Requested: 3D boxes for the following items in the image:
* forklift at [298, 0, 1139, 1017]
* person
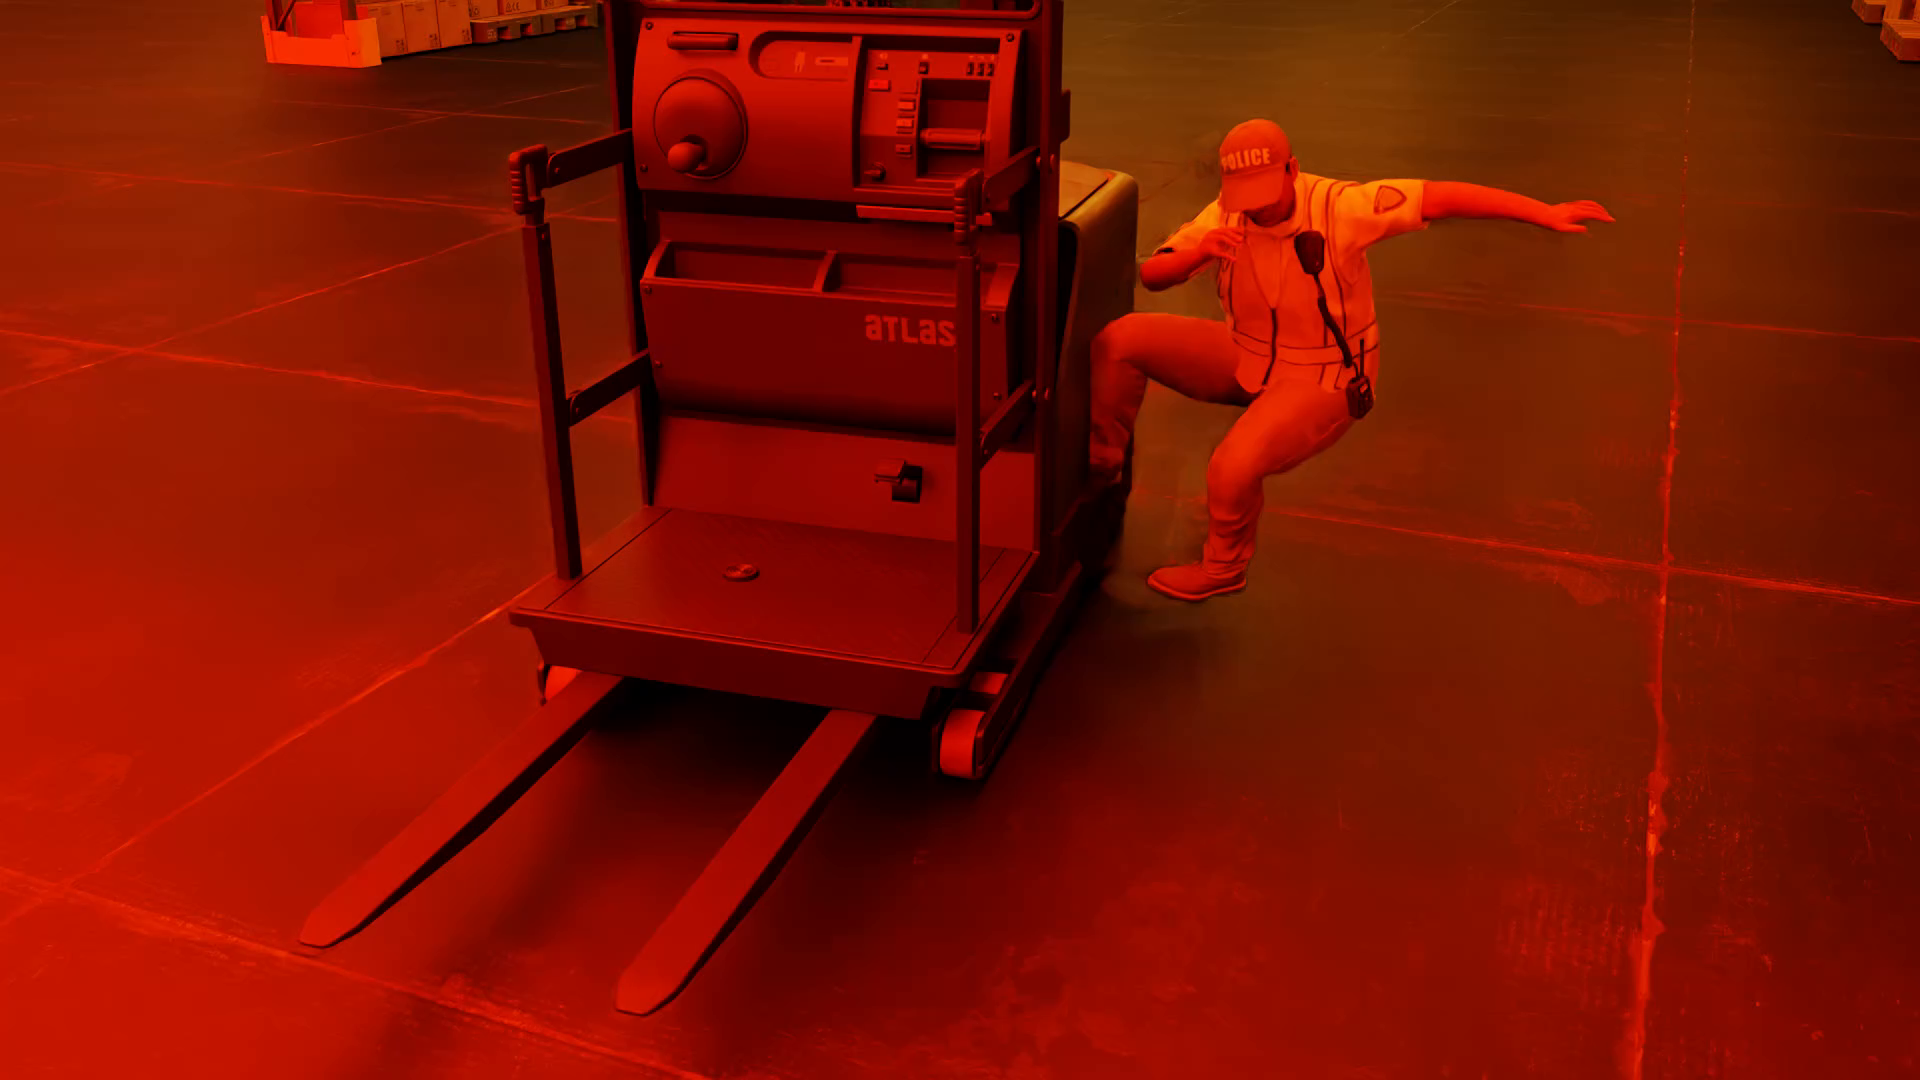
[{"bbox_3d":[-0.378,-0.976,3.628,1.130,2.935,3.031,7,24,16],"label":"forklift"},{"bbox_3d":[0.876,-0.441,4.339,1.420,1.282,0.729,17,28,35],"label":"person"}]
